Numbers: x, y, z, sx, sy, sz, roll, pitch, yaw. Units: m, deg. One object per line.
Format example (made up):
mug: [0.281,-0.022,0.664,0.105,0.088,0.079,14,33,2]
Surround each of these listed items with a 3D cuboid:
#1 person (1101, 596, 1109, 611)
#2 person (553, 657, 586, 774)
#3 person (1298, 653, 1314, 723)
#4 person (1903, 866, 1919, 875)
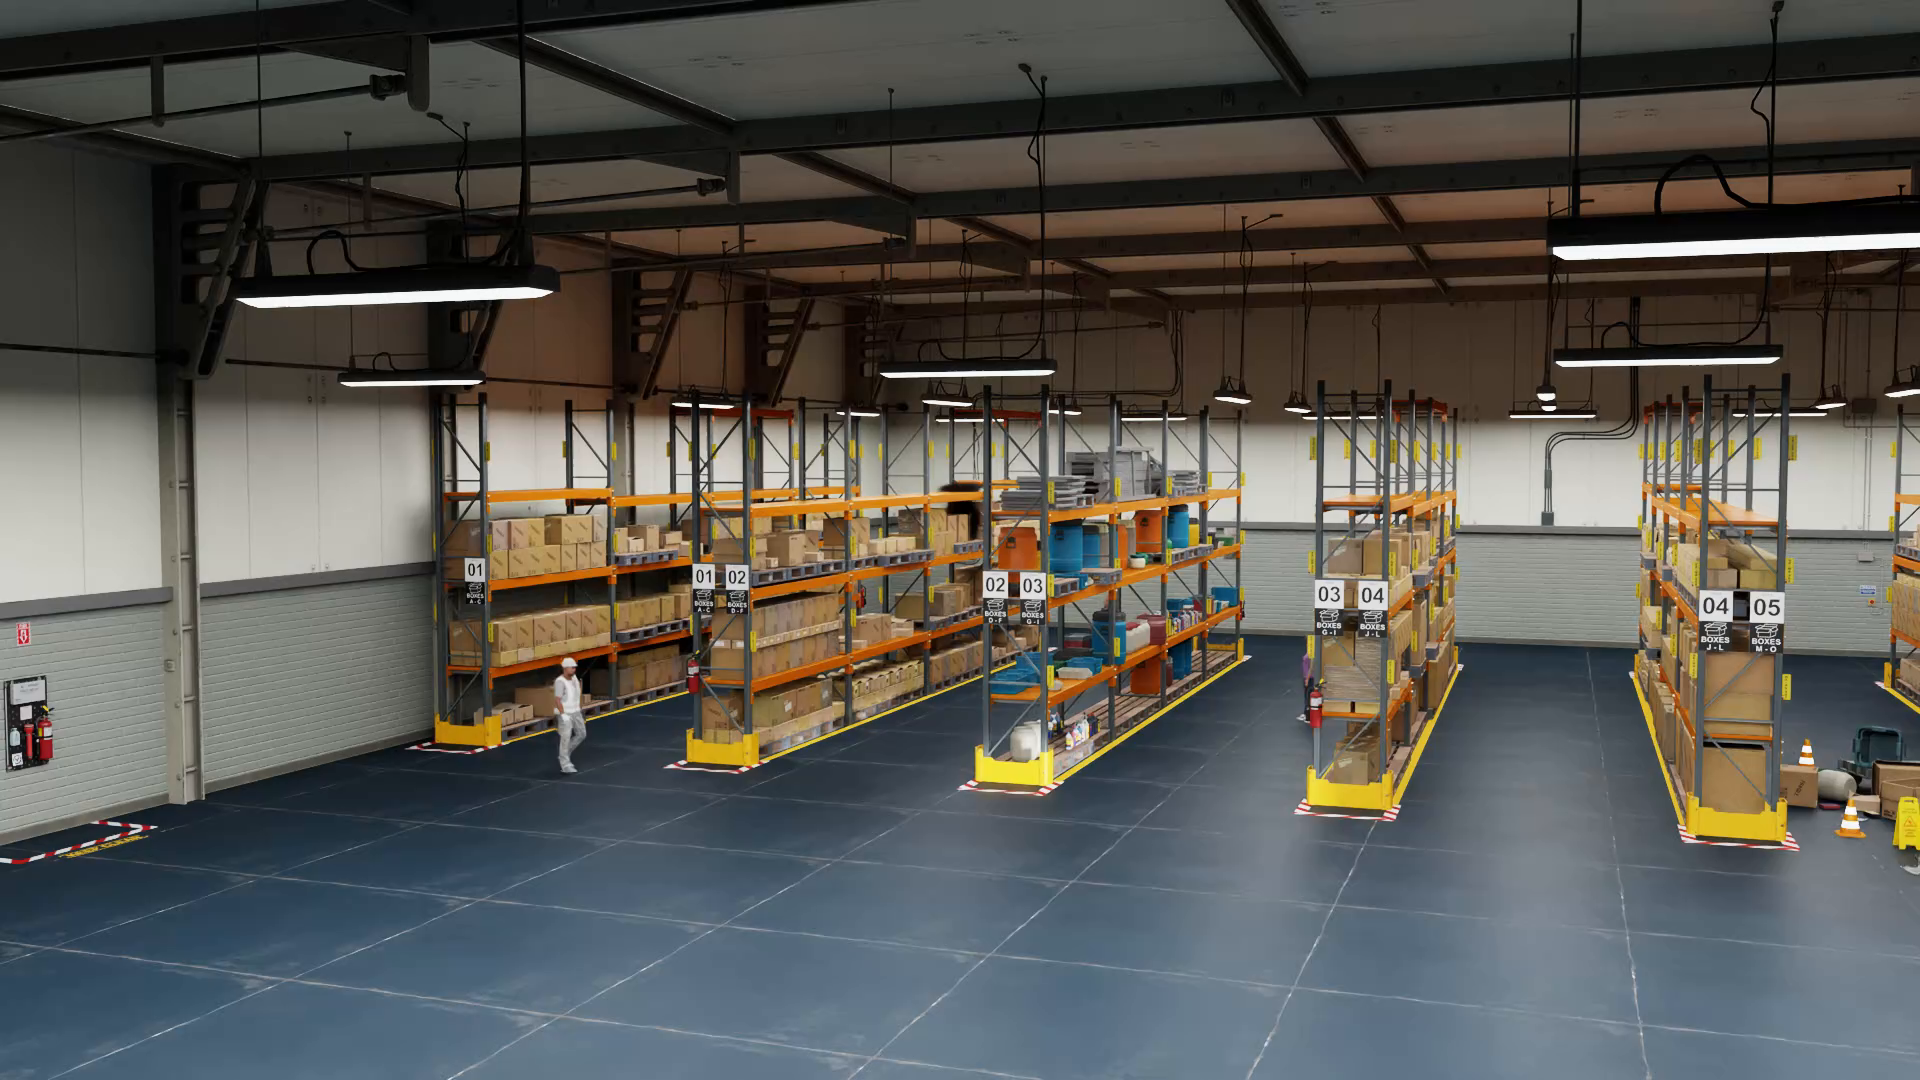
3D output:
person: [3.189,2.114,36.648,0.597,1.745,0.594,2,4,38]
person: [-6.119,2.726,26.045,0.506,1.783,0.703,1,3,20]
person: [6.471,2.567,30.744,0.374,1.582,0.460,0,3,1]
person: [11.588,3.142,19.301,1.002,1.636,0.472,0,3,5]
